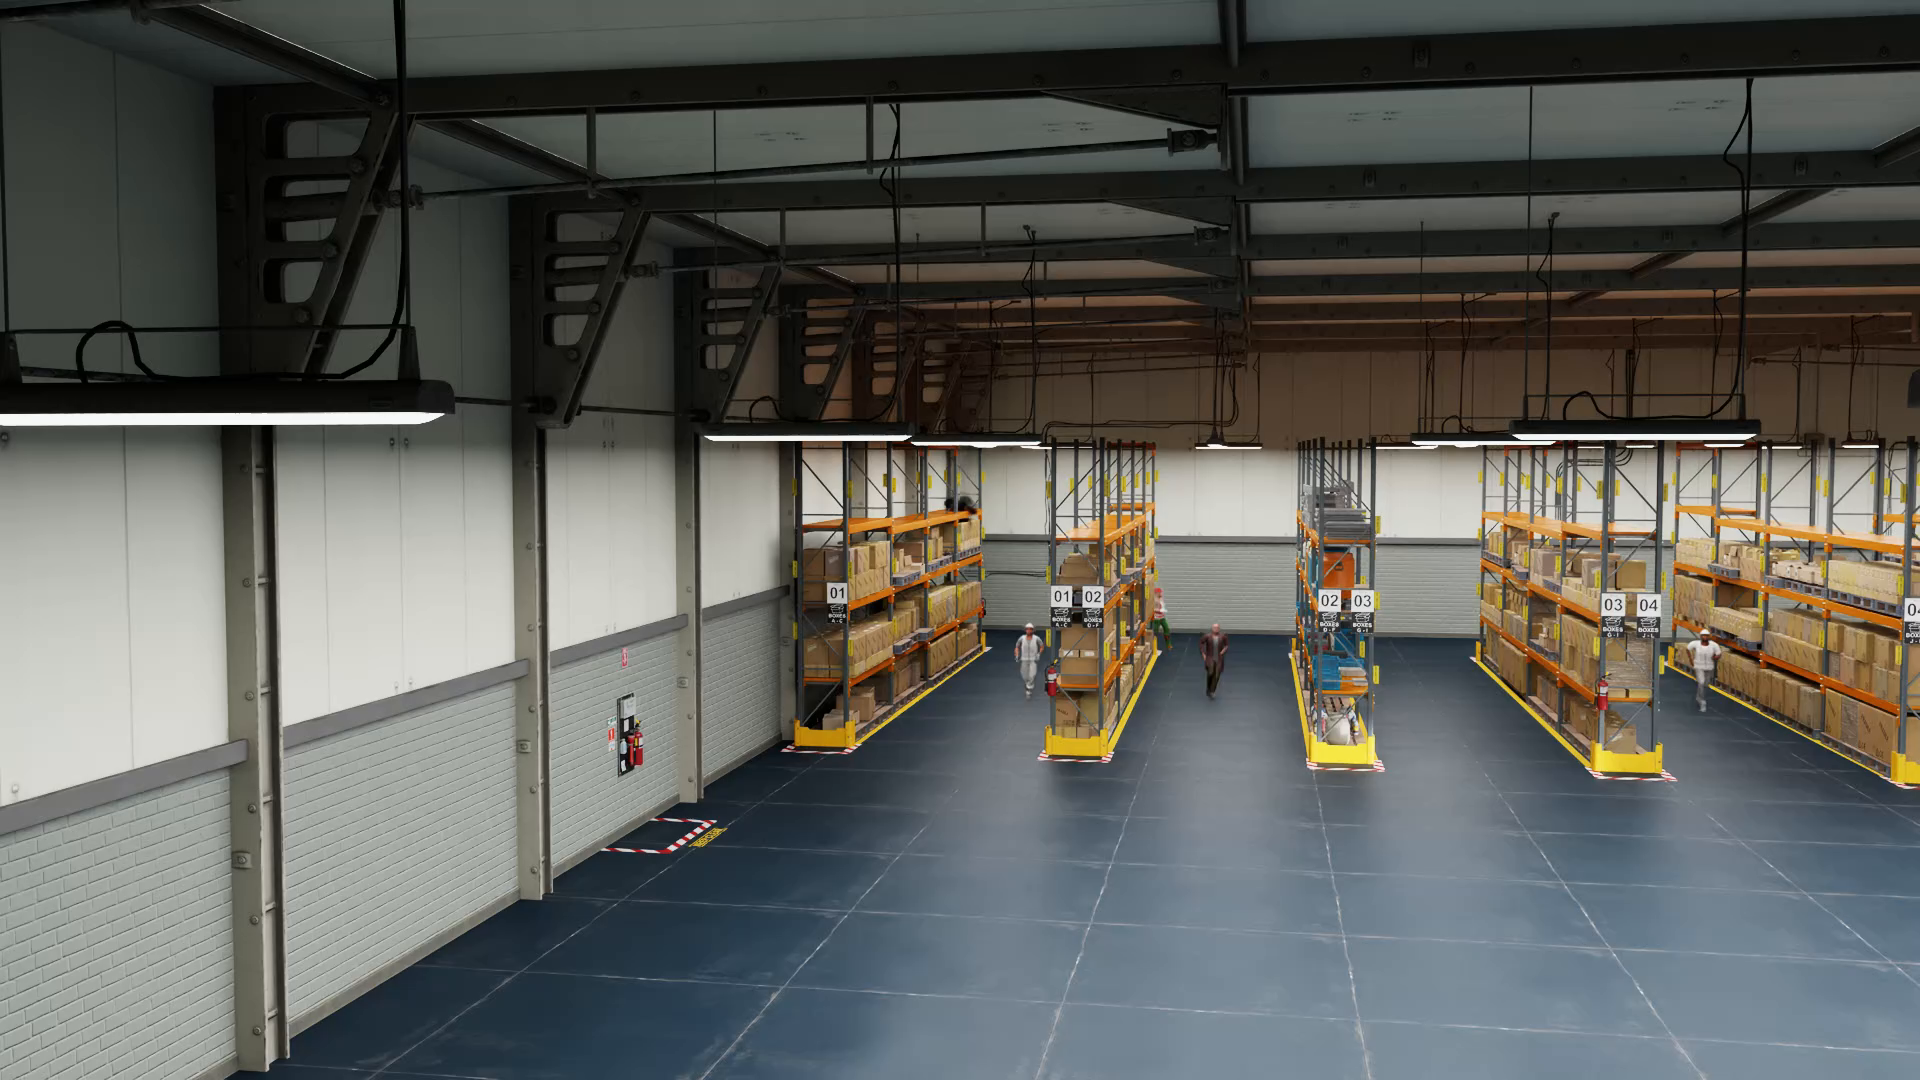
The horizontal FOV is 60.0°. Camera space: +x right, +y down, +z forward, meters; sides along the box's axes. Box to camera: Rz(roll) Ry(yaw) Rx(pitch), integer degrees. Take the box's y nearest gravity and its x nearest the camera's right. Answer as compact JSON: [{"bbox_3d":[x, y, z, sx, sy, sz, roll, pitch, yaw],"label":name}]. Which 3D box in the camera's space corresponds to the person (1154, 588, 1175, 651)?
[{"bbox_3d":[5.713,2.283,48.040,0.904,1.813,0.686,2,4,37],"label":"person"}]

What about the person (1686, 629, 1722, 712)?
[{"bbox_3d":[16.613,2.890,37.104,0.661,1.815,1.026,0,3,6],"label":"person"}]

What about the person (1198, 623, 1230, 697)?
[{"bbox_3d":[5.918,2.802,38.636,0.706,1.736,0.701,0,3,-1],"label":"person"}]

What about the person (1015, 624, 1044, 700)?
[{"bbox_3d":[1.623,2.817,38.727,0.670,1.752,0.611,0,3,5],"label":"person"}]
